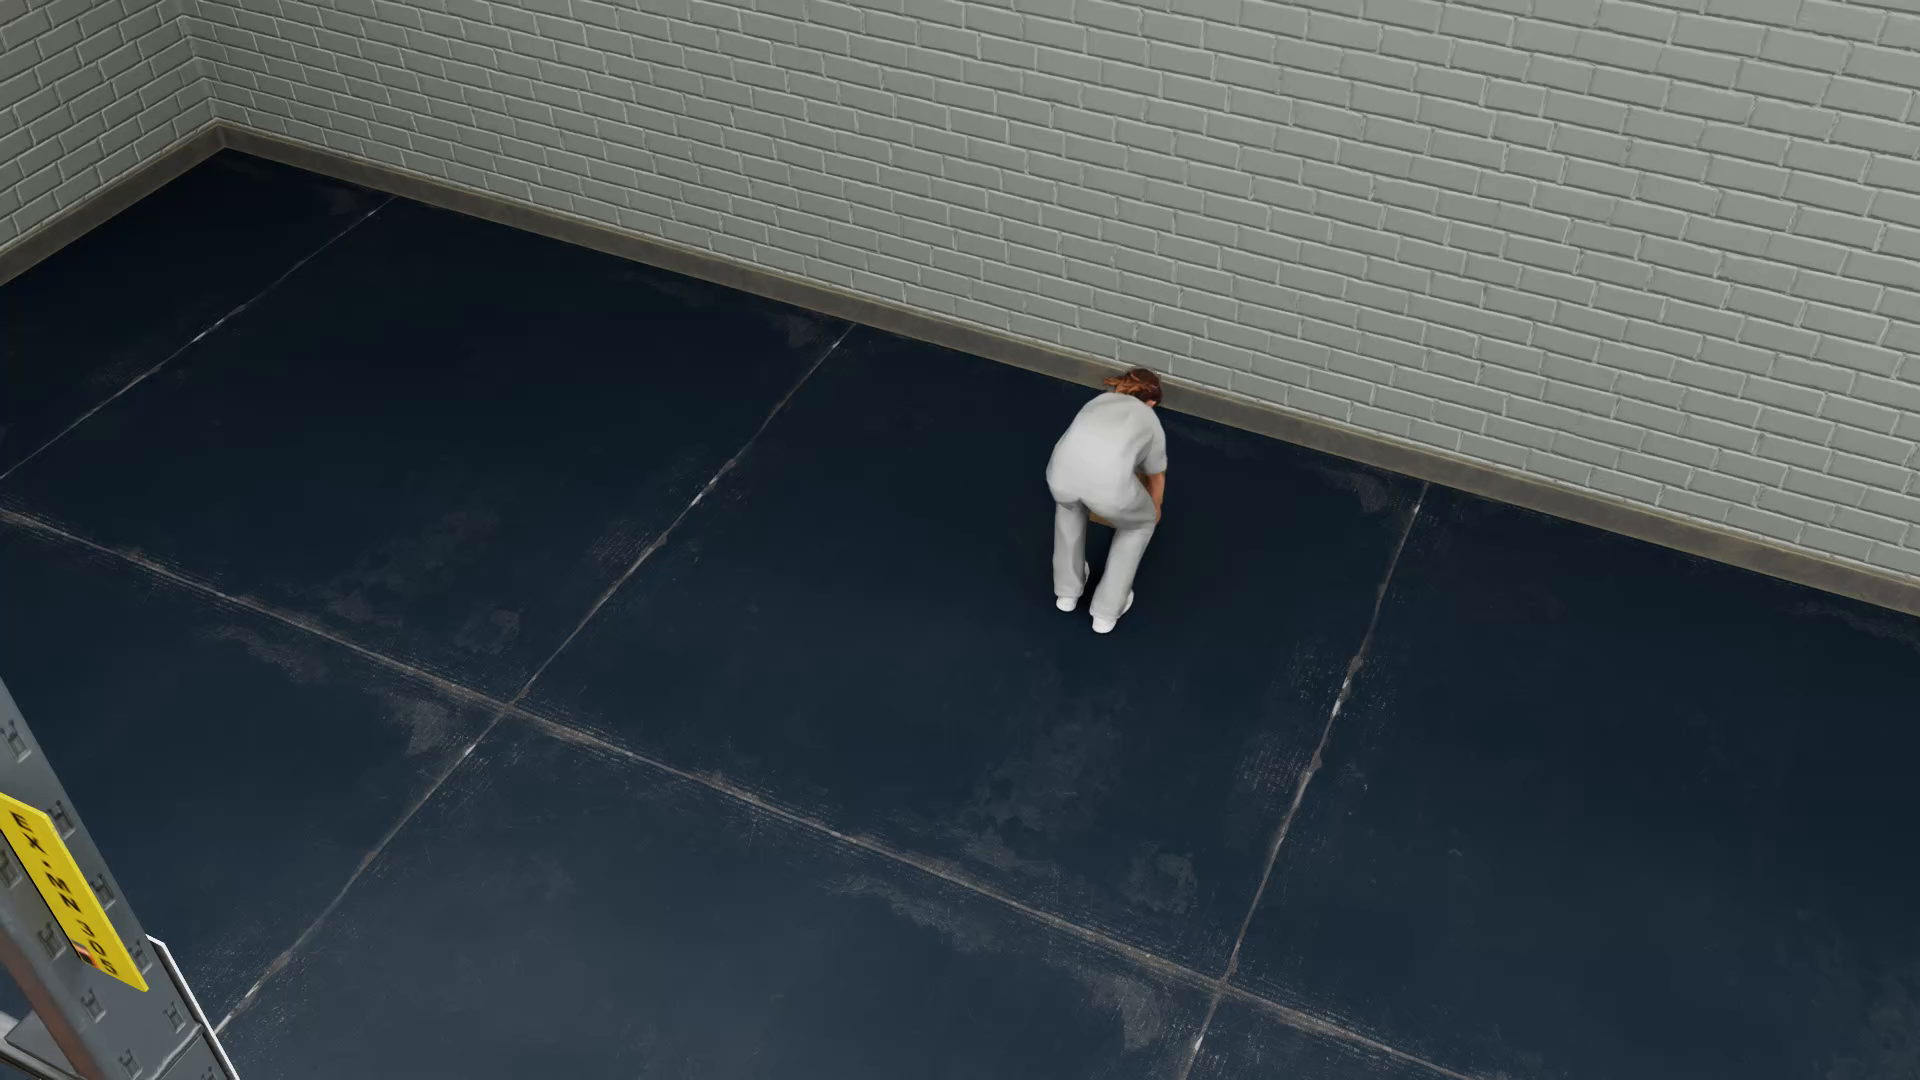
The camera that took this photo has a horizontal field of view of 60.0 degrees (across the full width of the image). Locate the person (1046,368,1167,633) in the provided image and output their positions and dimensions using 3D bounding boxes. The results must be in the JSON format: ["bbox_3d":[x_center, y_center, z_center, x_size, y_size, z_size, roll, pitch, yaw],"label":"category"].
[{"bbox_3d":[0.626,-0.203,6.898,0.438,0.986,0.864,16,44,17],"label":"person"}]
